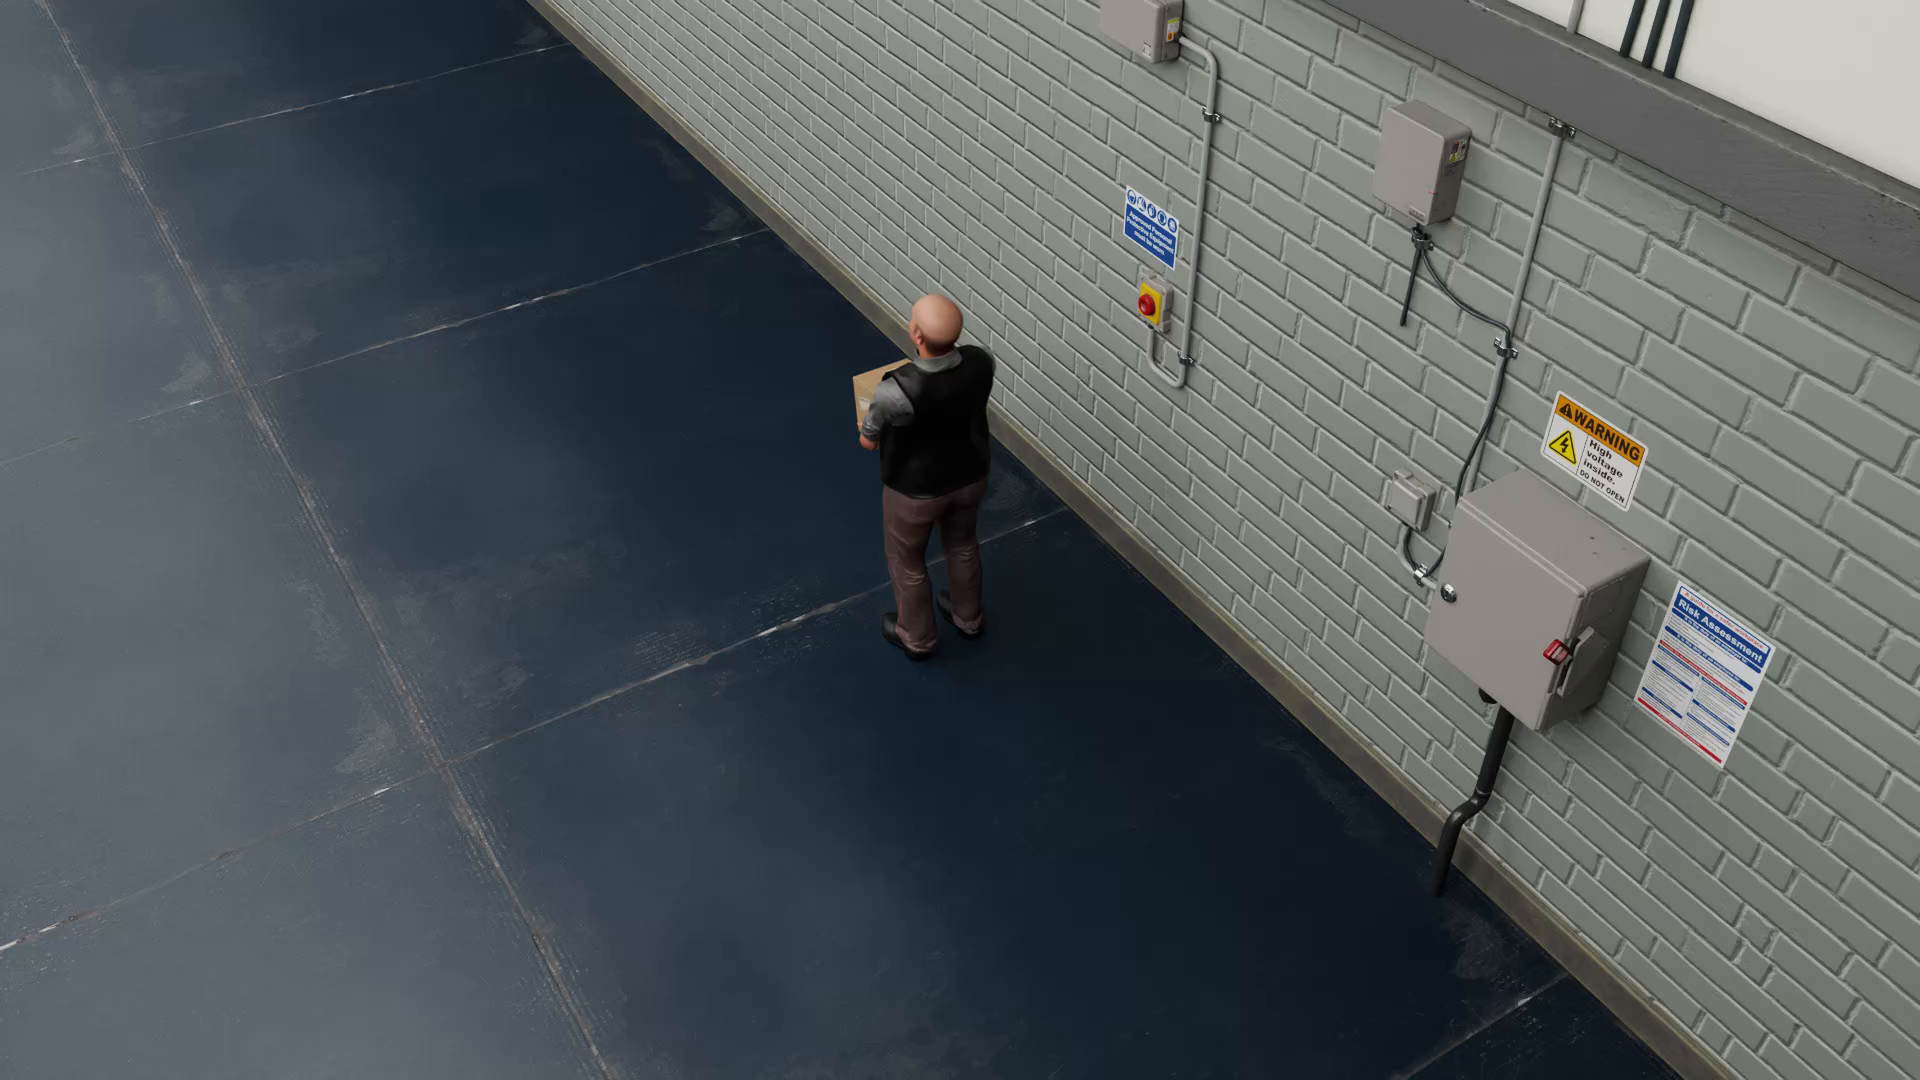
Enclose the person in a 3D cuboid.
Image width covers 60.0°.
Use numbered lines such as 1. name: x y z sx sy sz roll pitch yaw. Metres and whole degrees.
1. person: -0.161 -0.289 6.522 0.494 1.711 0.560 -22 45 -24
